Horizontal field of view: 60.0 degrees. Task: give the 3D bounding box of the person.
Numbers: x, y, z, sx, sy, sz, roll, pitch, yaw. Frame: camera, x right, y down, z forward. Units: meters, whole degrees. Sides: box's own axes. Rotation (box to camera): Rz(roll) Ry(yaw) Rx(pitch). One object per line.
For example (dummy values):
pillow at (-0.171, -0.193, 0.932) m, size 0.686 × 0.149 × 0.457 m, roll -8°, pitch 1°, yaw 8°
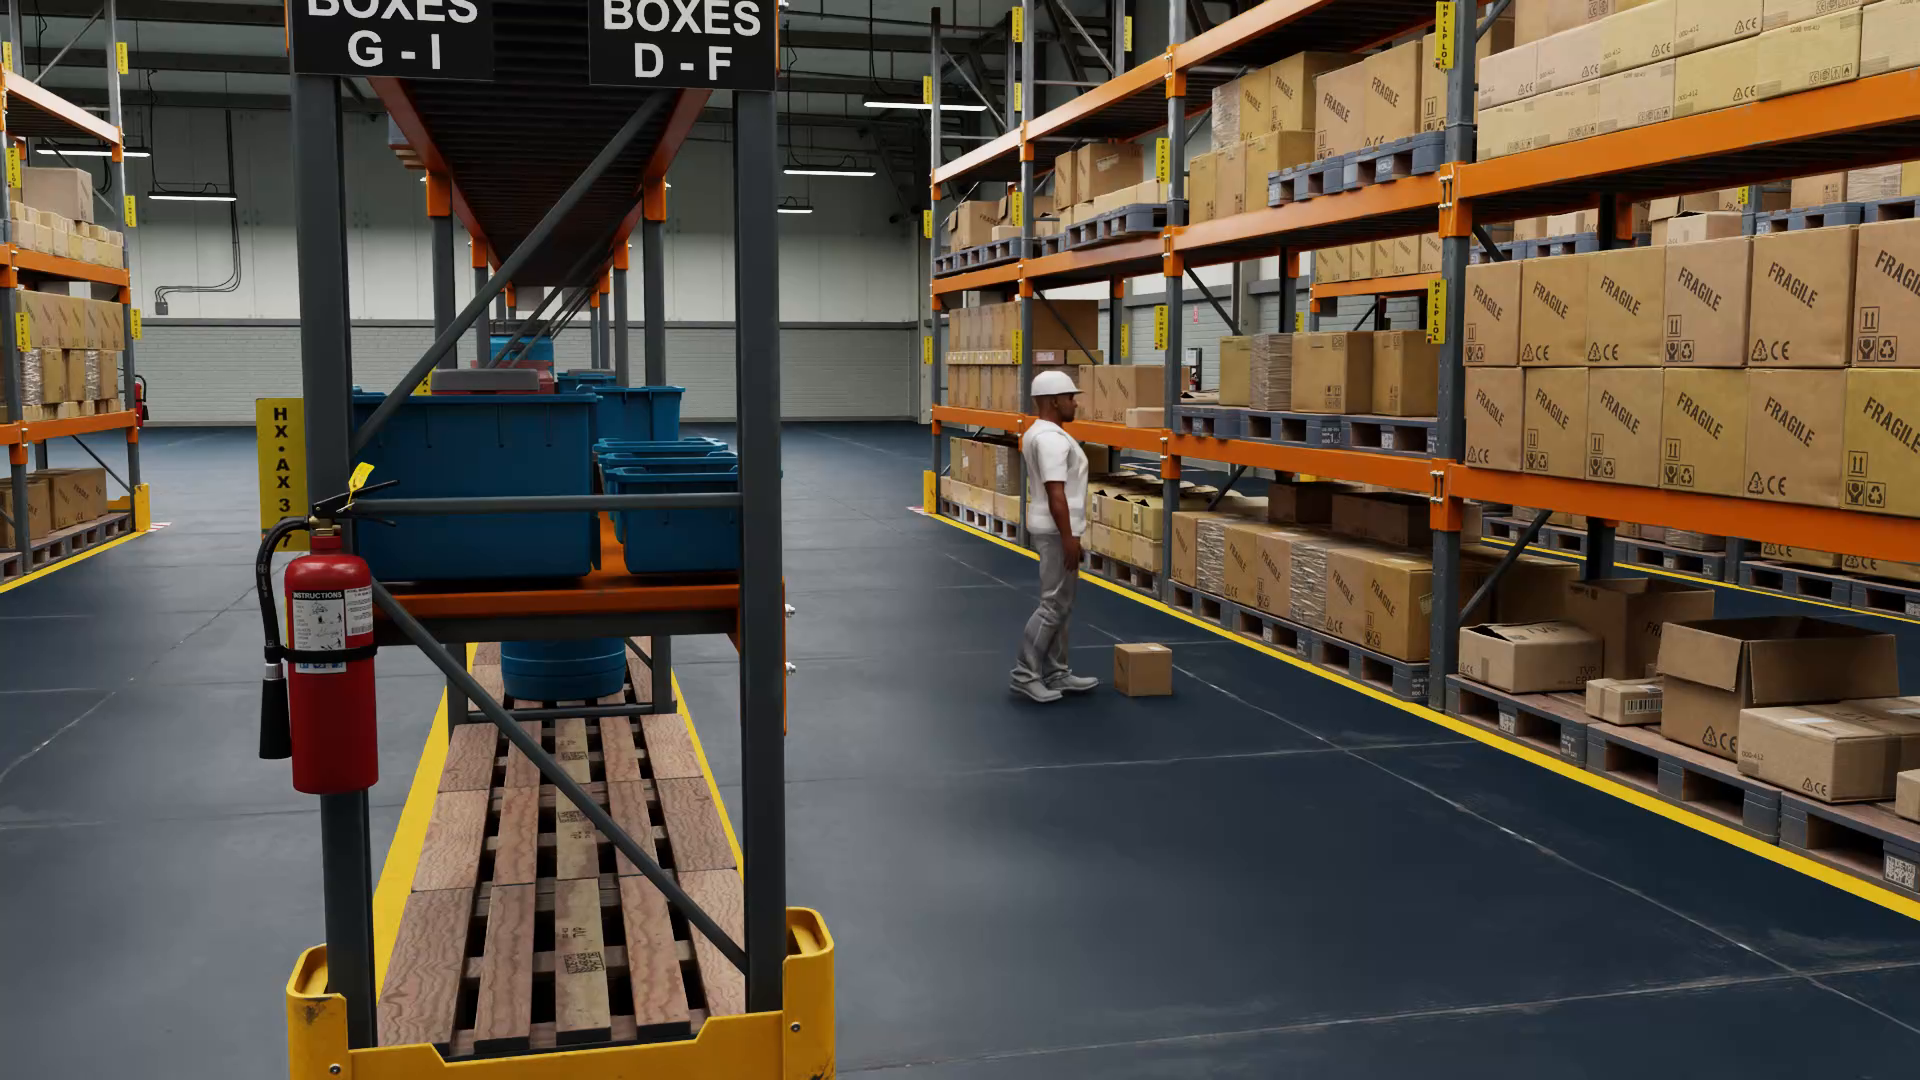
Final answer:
person at (0.520, -0.028, 9.031) m, size 0.513 × 1.769 × 0.601 m, roll 0°, pitch 6°, yaw -3°
